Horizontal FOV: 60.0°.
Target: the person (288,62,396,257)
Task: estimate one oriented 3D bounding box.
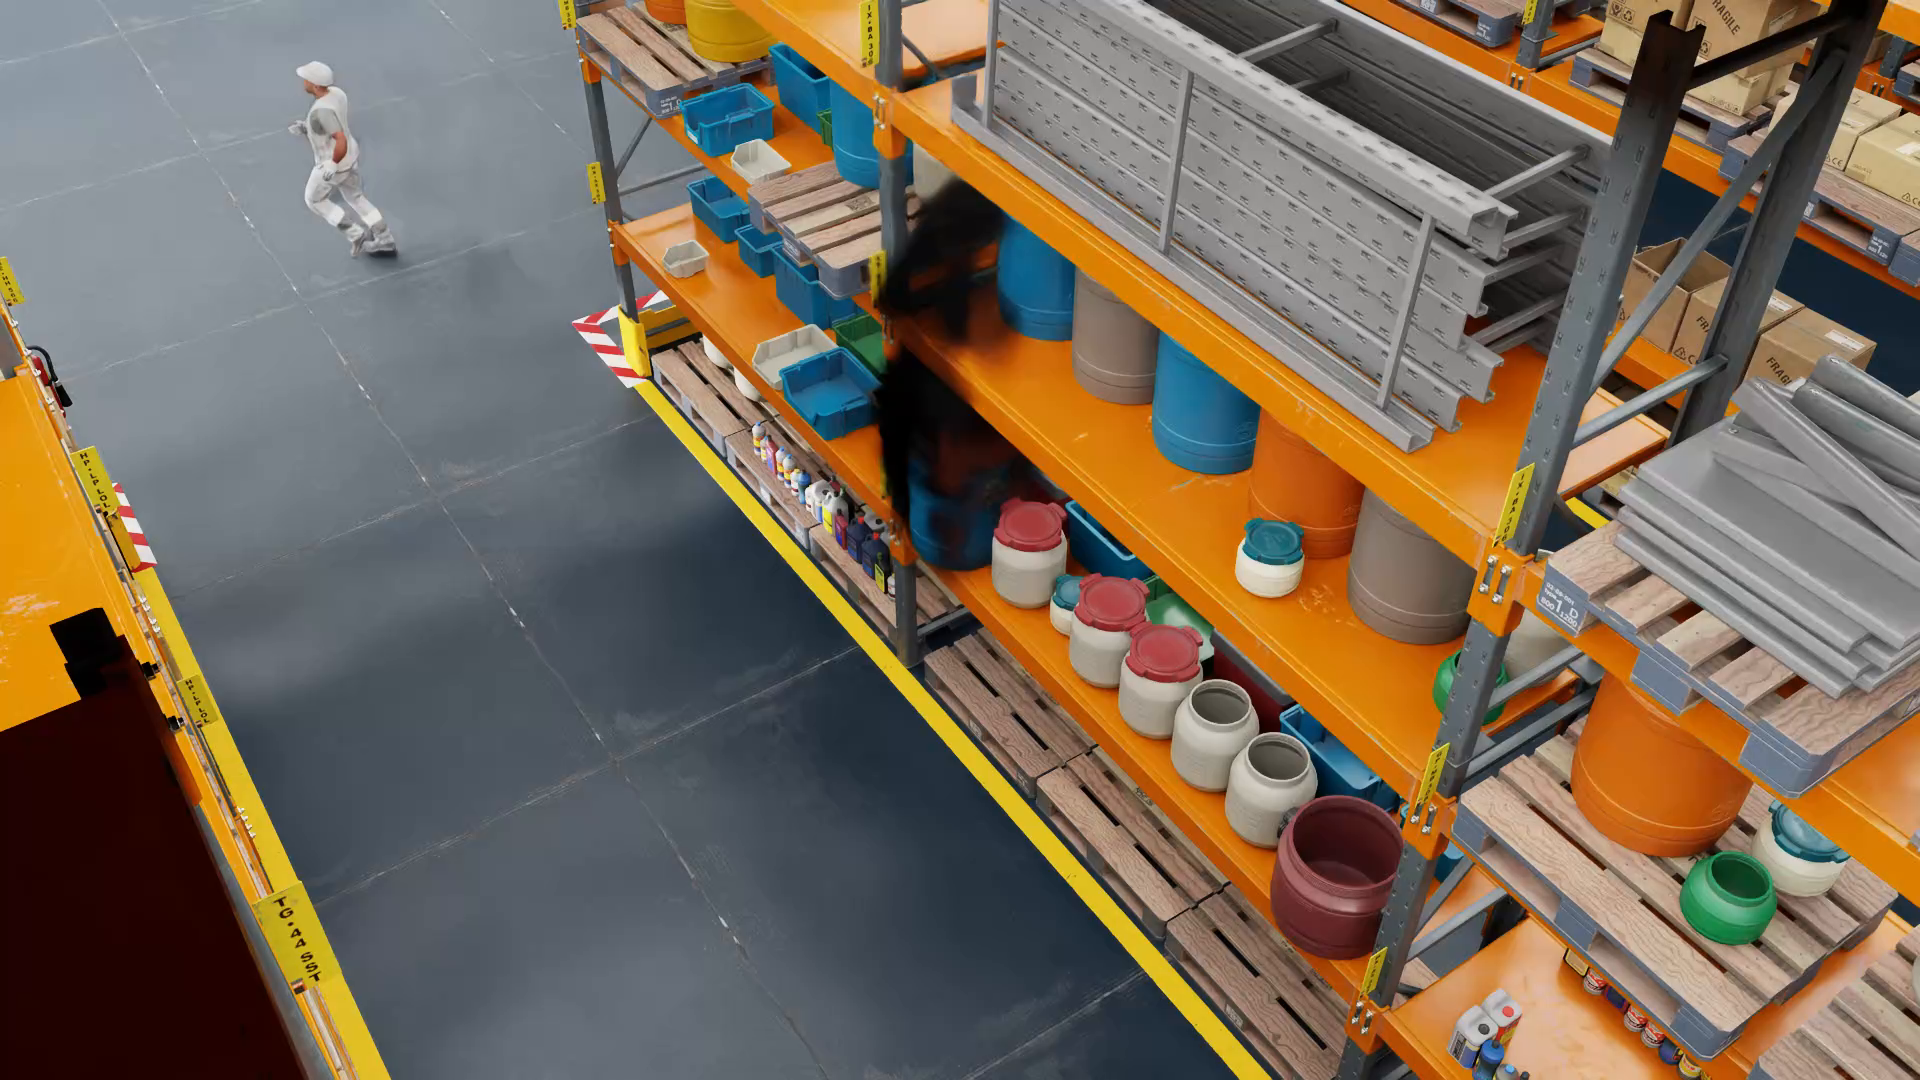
[{"bbox_3d":[-5.234,-3.157,13.867,0.666,1.753,0.639,4,43,4],"label":"person"}]

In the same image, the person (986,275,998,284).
[{"bbox_3d":[0.404,-1.932,12.167,0.855,1.760,0.659,31,51,29],"label":"person"}]
